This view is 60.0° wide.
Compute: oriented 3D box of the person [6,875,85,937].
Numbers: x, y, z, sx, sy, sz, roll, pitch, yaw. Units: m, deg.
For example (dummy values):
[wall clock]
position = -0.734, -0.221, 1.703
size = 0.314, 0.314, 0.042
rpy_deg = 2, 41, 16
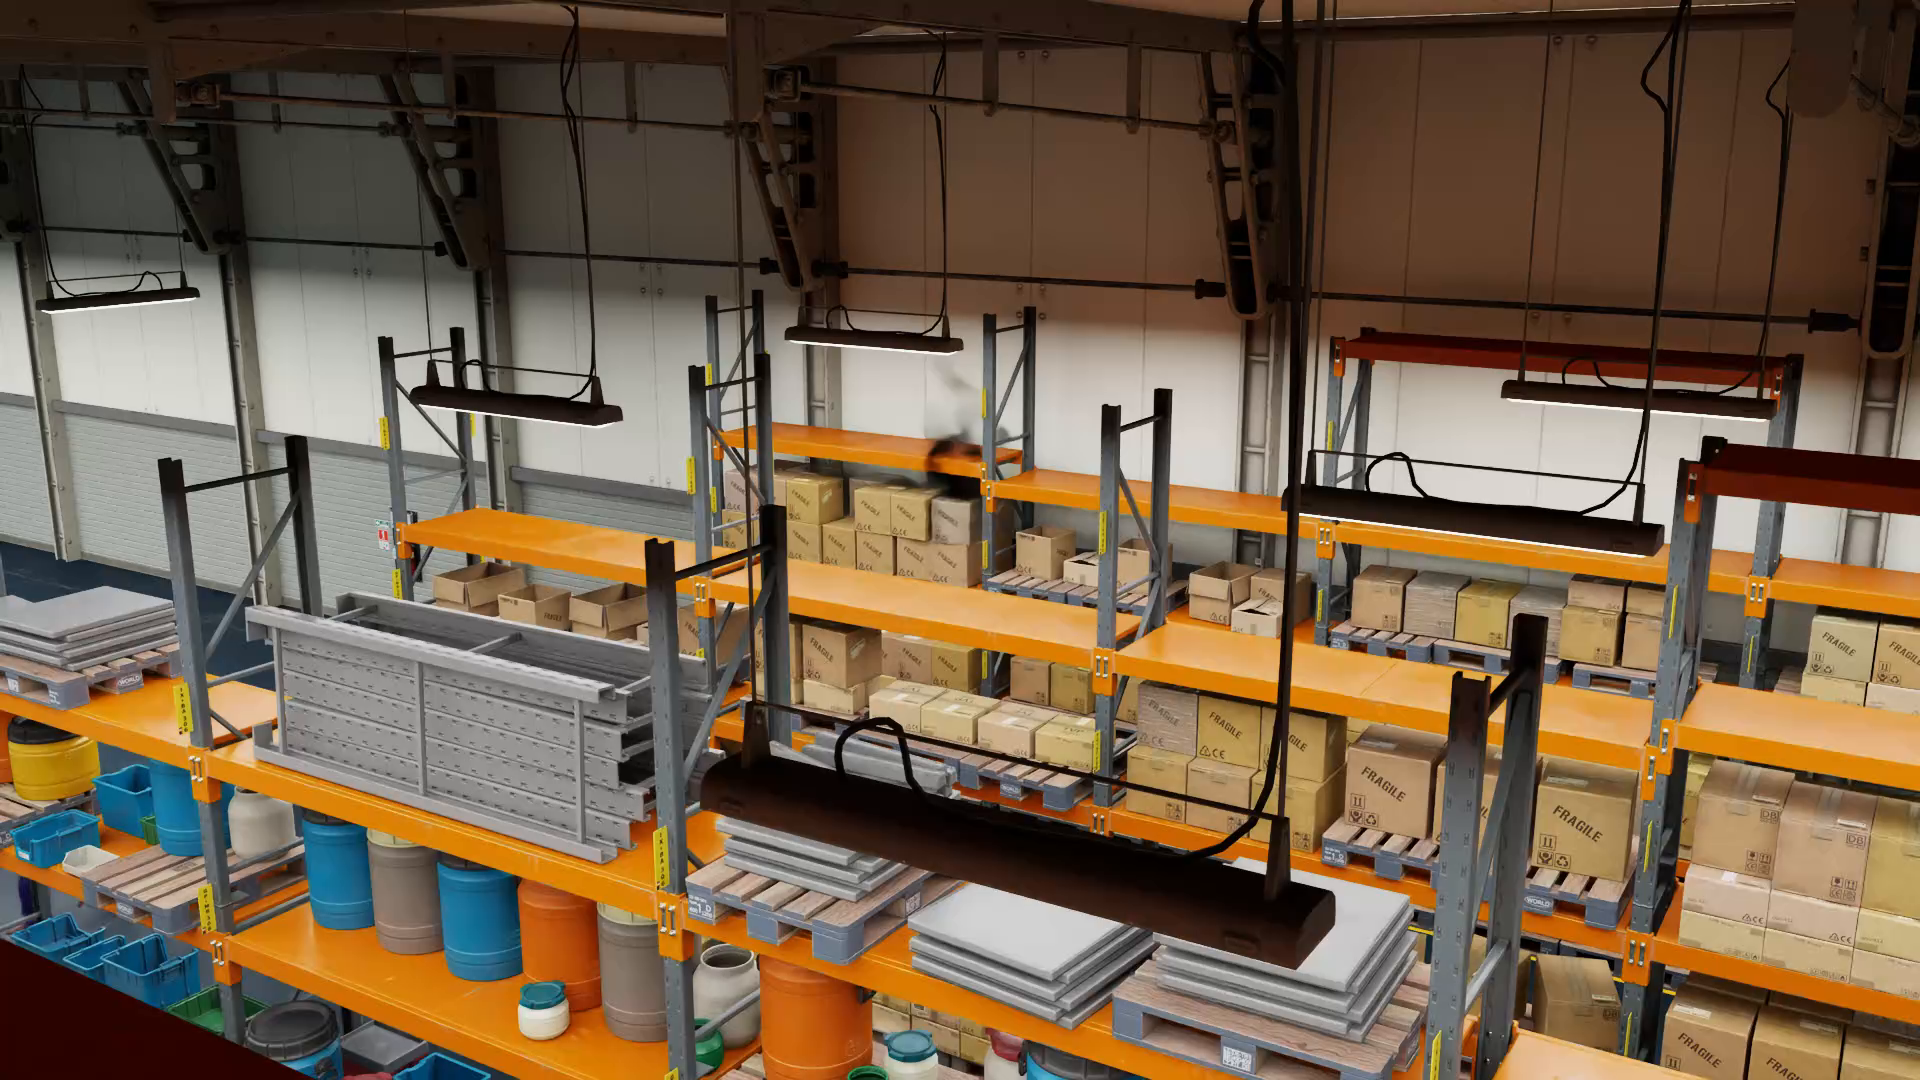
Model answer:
[person]
position = -9.362, 3.178, 17.005
size = 0.887, 1.633, 0.616
rpy_deg = -9, 16, -31
